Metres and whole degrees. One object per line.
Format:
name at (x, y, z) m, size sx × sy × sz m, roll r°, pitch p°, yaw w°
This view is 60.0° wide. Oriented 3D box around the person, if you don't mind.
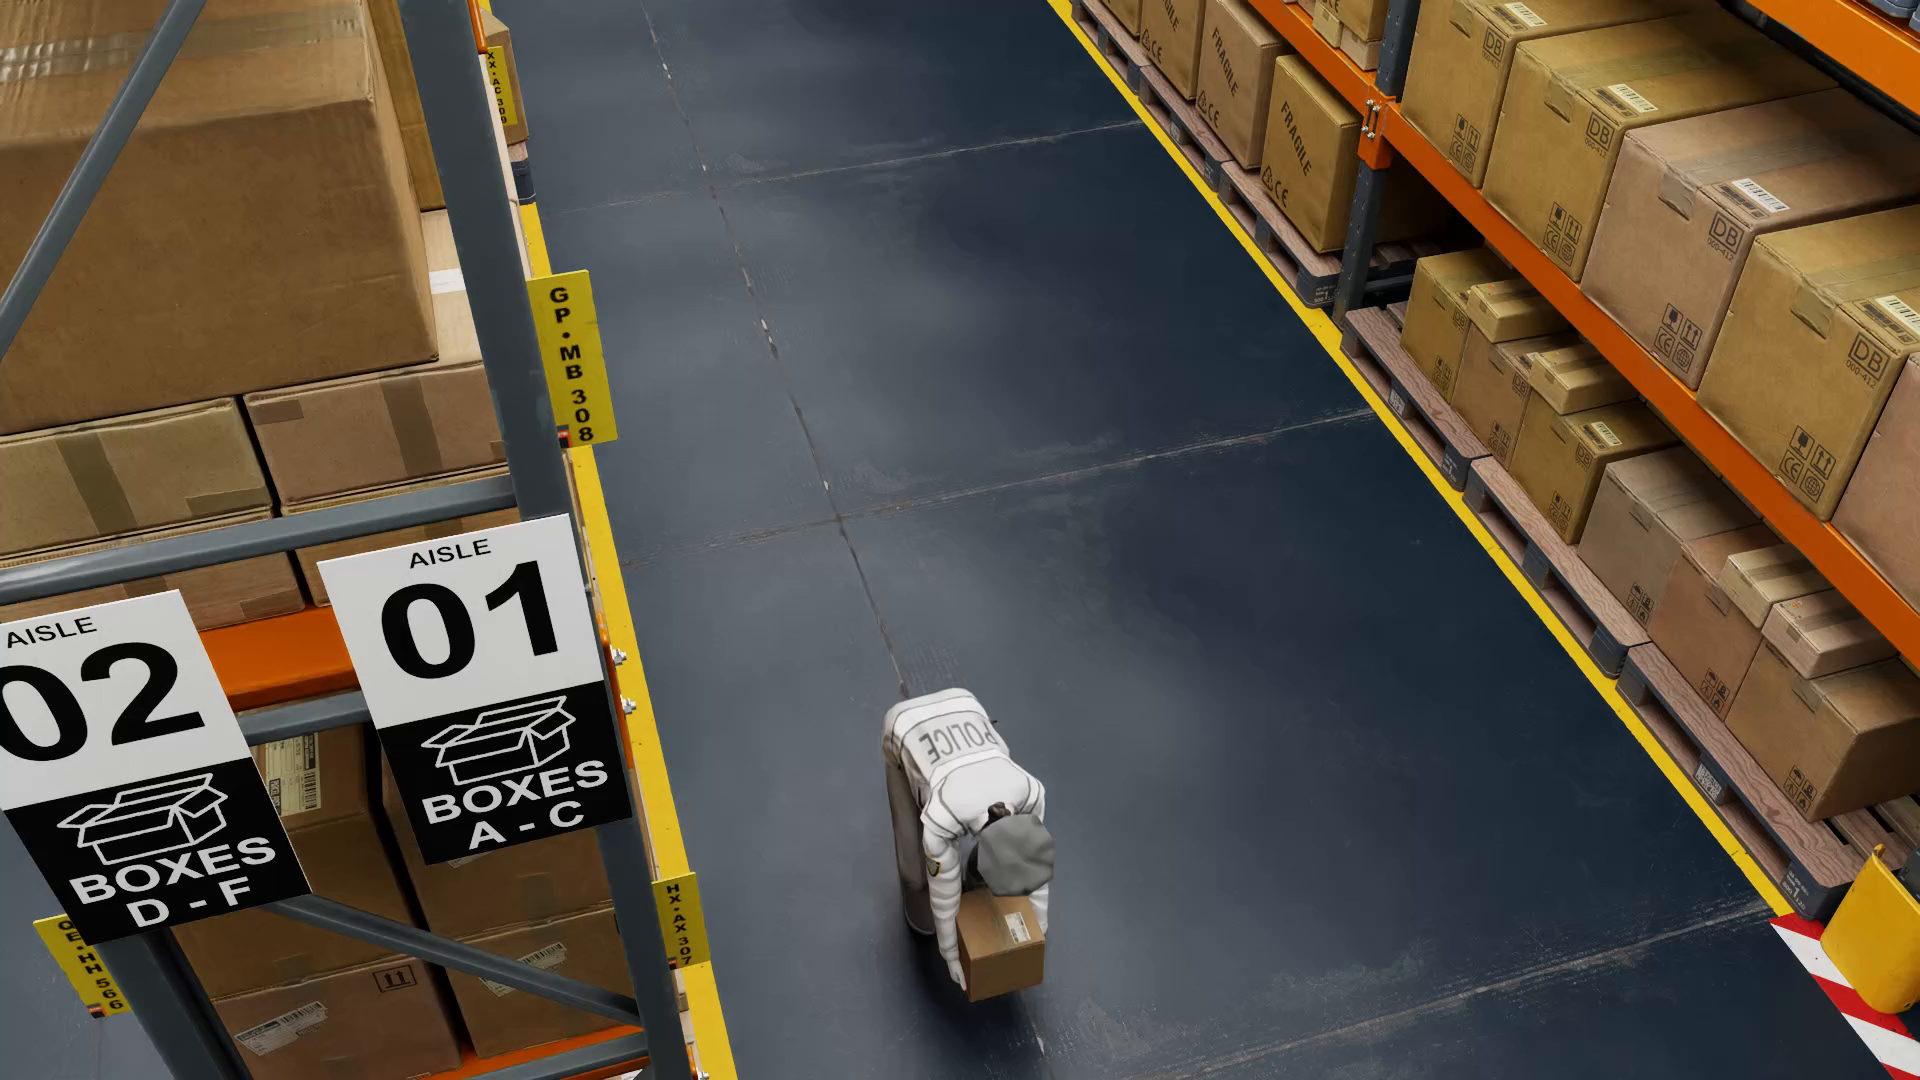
person at (0.026, 1.016, 5.509) m, size 0.445 × 1.049 × 0.921 m, roll -14°, pitch 44°, yaw -14°
